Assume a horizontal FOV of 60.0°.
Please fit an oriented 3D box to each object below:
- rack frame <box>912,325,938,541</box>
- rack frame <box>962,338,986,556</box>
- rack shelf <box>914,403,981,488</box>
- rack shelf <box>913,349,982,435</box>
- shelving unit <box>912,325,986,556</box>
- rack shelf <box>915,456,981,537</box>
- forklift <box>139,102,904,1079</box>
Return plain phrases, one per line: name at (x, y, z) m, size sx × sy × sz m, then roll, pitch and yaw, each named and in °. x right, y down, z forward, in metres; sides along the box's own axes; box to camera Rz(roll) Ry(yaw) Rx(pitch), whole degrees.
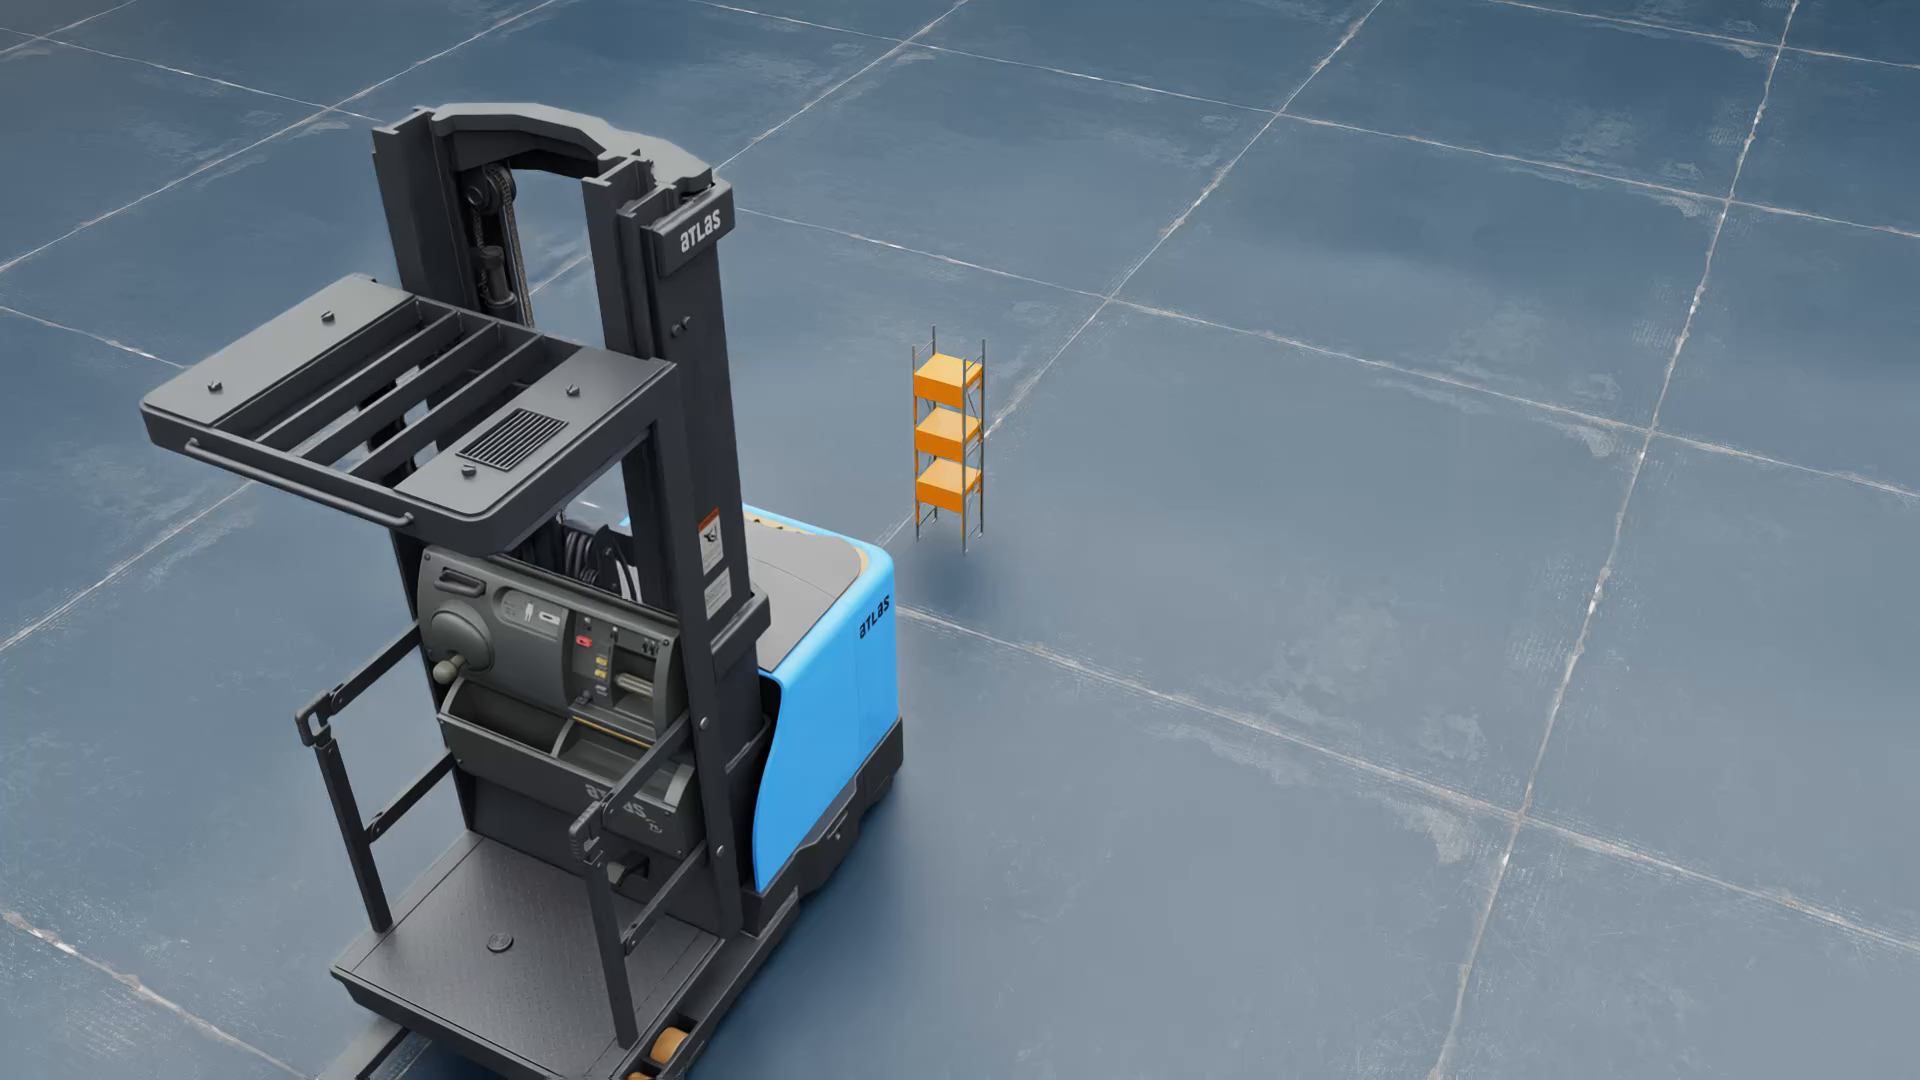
rack frame at (-0.156, -0.467, 7.497) m, size 0.008 × 1.050 × 0.200 m, roll 17°, pitch 41°, yaw 21°
rack frame at (0.061, -0.399, 7.407) m, size 0.008 × 1.050 × 0.200 m, roll 17°, pitch 41°, yaw 21°
rack shelf at (-0.048, -0.425, 7.459) m, size 0.240 × 0.259 × 0.215 m, roll 17°, pitch 41°, yaw 21°
rack shelf at (-0.048, -0.651, 7.287) m, size 0.240 × 0.259 × 0.215 m, roll 17°, pitch 41°, yaw 21°
shelving unit at (-0.048, -0.433, 7.452) m, size 0.252 × 1.050 × 0.215 m, roll 17°, pitch 41°, yaw 21°
rack shelf at (-0.048, -0.203, 7.627) m, size 0.240 × 0.259 × 0.215 m, roll 17°, pitch 41°, yaw 21°
forklift at (-1.340, 0.386, 4.818) m, size 1.130 × 2.935 × 3.031 m, roll 17°, pitch 40°, yaw 21°
